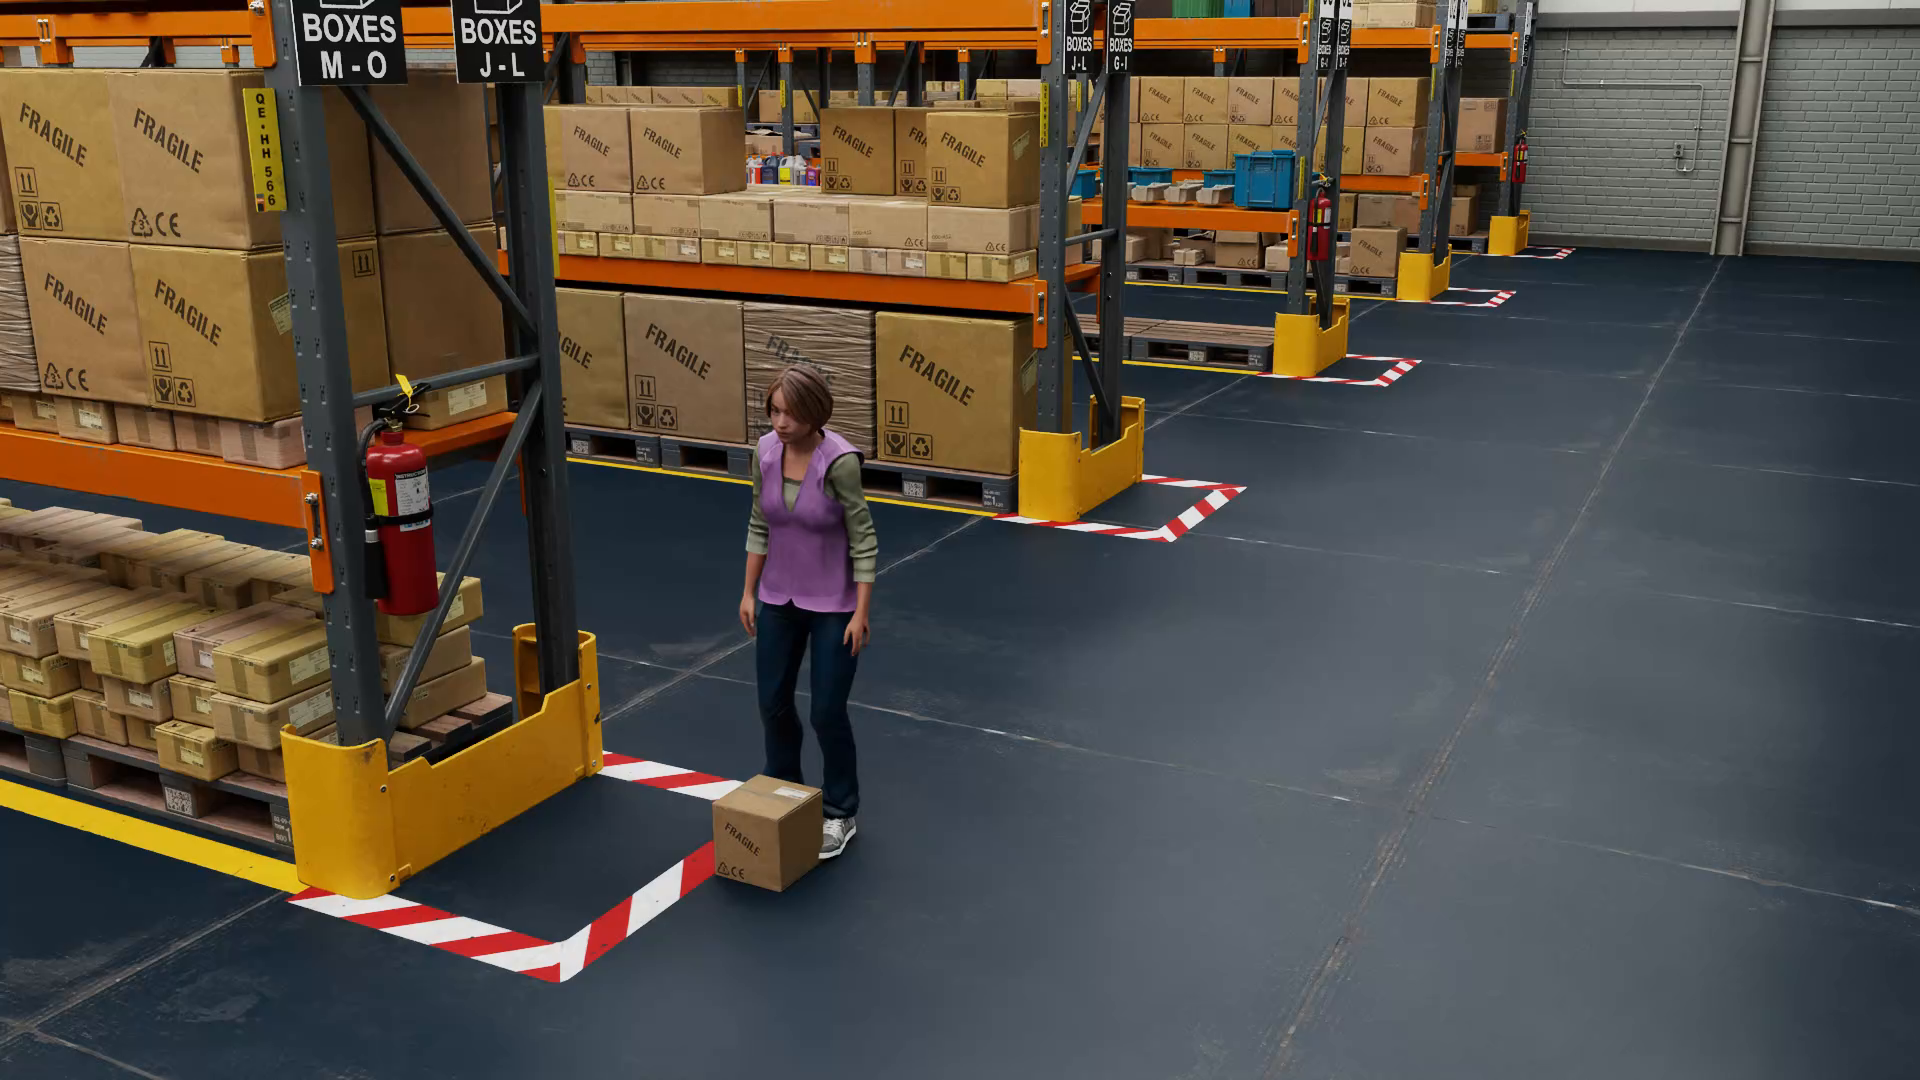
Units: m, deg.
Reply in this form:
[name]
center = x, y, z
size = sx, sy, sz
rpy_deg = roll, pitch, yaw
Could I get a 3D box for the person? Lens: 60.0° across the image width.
[person]
center = -0.486, 0.220, 5.285
size = 0.485, 1.593, 0.342
rpy_deg = 8, 18, 26
